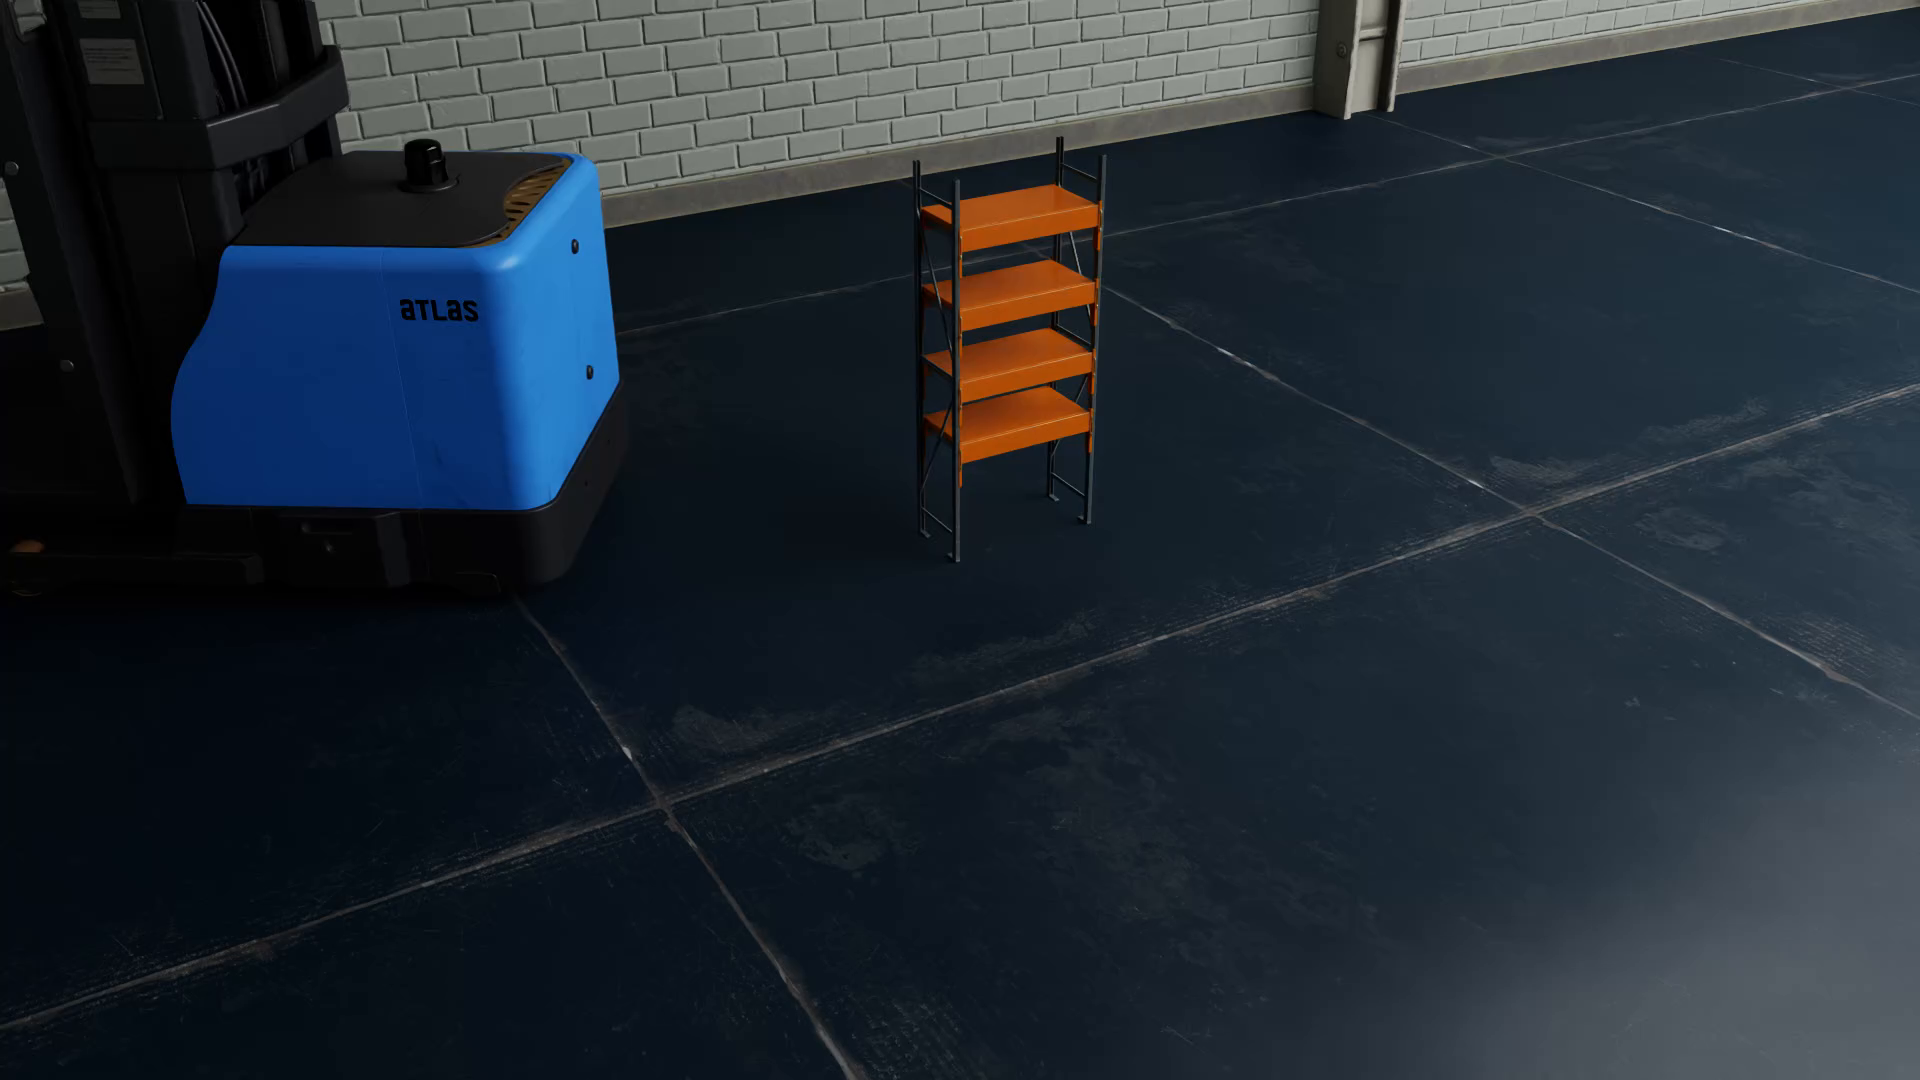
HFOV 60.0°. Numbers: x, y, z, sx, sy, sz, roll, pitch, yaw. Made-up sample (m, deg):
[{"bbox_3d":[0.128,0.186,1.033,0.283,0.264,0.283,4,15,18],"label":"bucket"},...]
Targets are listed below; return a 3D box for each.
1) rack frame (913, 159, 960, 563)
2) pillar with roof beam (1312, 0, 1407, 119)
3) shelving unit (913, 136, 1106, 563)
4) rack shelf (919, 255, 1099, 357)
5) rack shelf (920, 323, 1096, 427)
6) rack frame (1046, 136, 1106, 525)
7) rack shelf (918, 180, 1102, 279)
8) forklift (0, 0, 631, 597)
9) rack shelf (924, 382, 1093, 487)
[{"bbox_3d":[-0.068,-0.506,4.925,0.015,1.200,0.240,-16,33,-26],"label":"rack frame"},{"bbox_3d":[4.510,-4.710,4.470,0.400,9.000,9.100,-16,33,-26],"label":"pillar with roof beam"},{"bbox_3d":[0.143,-0.566,5.034,0.503,1.200,0.258,-16,33,-26],"label":"shelving unit"},{"bbox_3d":[0.143,-0.703,4.958,0.480,0.148,0.258,-16,33,-26],"label":"rack shelf"},{"bbox_3d":[0.143,-0.507,5.066,0.480,0.148,0.258,-16,33,-26],"label":"rack shelf"},{"bbox_3d":[0.353,-0.626,5.142,0.015,1.200,0.240,-16,33,-26],"label":"rack frame"},{"bbox_3d":[0.143,-0.910,4.844,0.480,0.148,0.258,-16,33,-26],"label":"rack shelf"},{"bbox_3d":[-2.658,-1.369,4.697,3.031,2.935,1.130,1,29,2],"label":"forklift"},{"bbox_3d":[0.143,-0.333,5.162,0.480,0.148,0.258,-16,33,-26],"label":"rack shelf"}]
